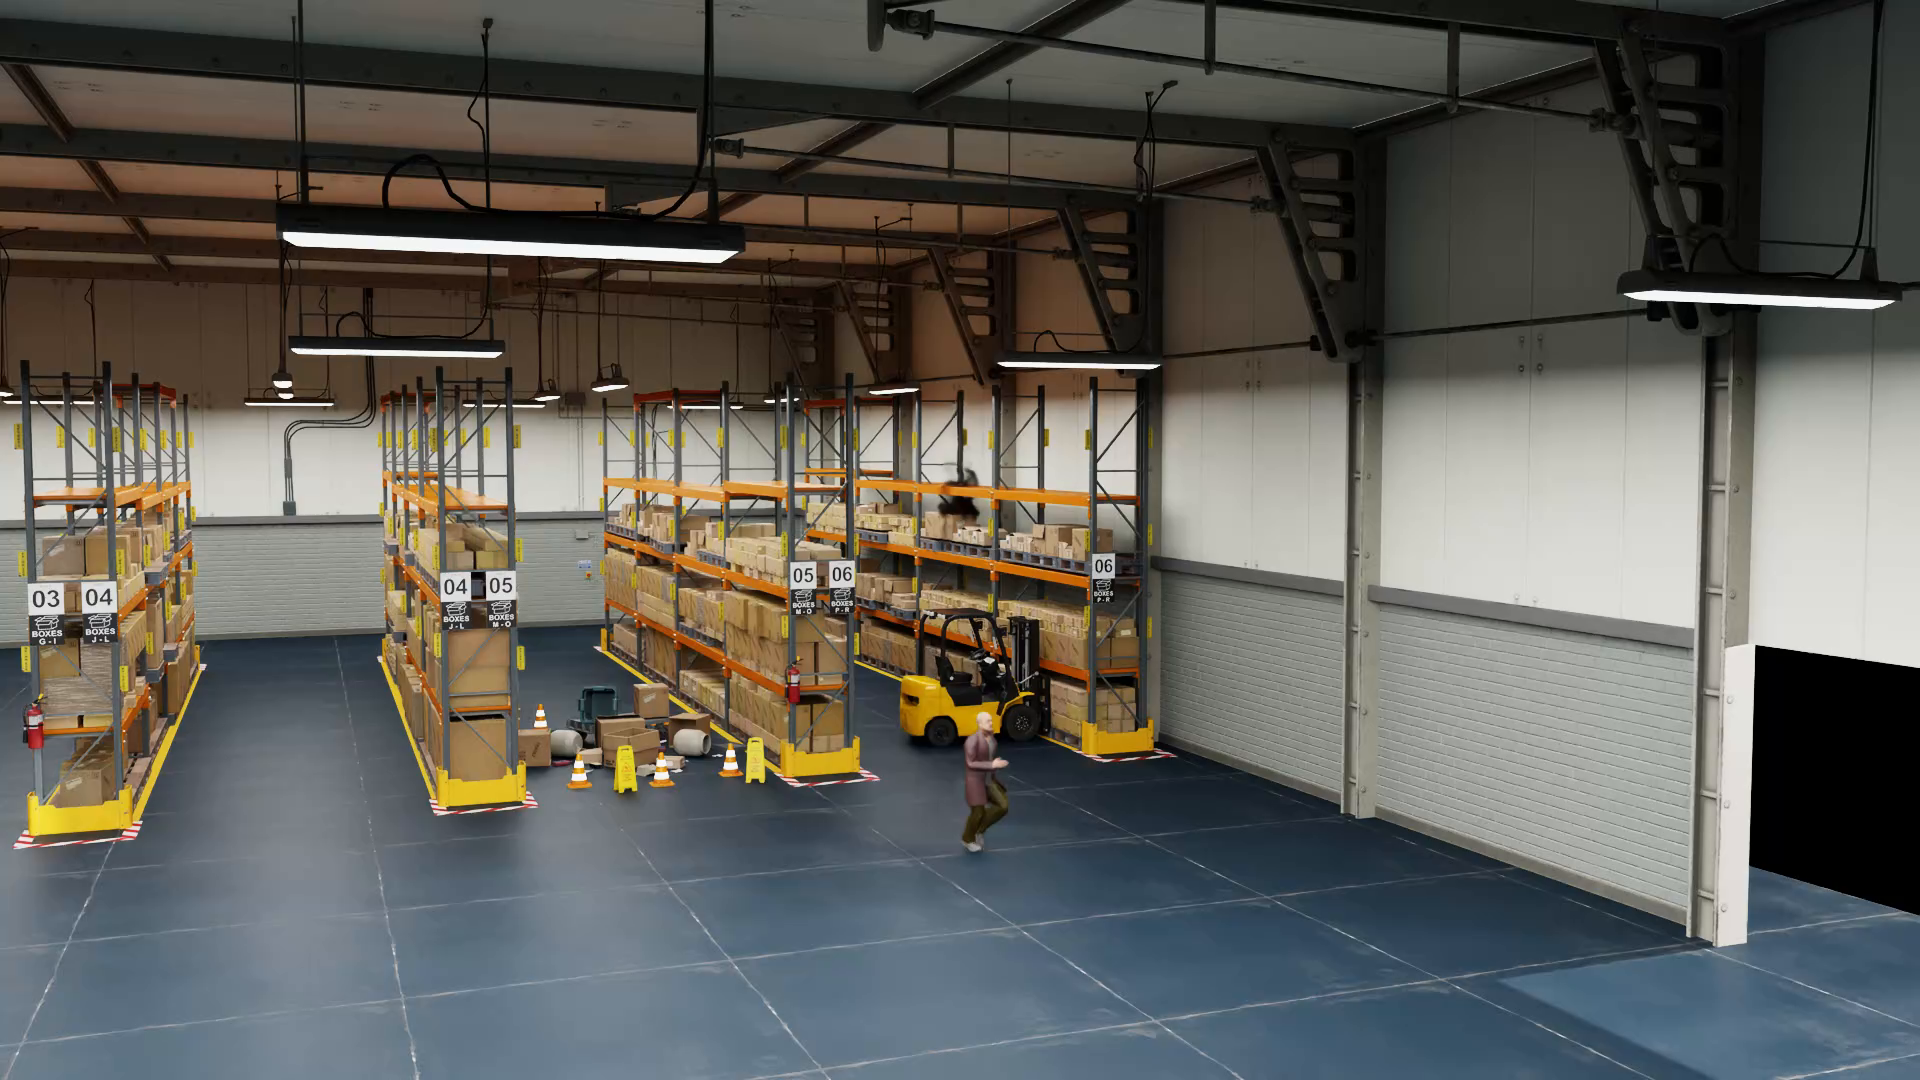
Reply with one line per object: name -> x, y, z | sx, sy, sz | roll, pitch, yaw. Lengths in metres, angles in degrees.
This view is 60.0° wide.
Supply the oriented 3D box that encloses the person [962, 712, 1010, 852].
person -> 0.300, 2.918, 20.046 | 0.794, 1.728, 0.759 | 3, 4, 39
